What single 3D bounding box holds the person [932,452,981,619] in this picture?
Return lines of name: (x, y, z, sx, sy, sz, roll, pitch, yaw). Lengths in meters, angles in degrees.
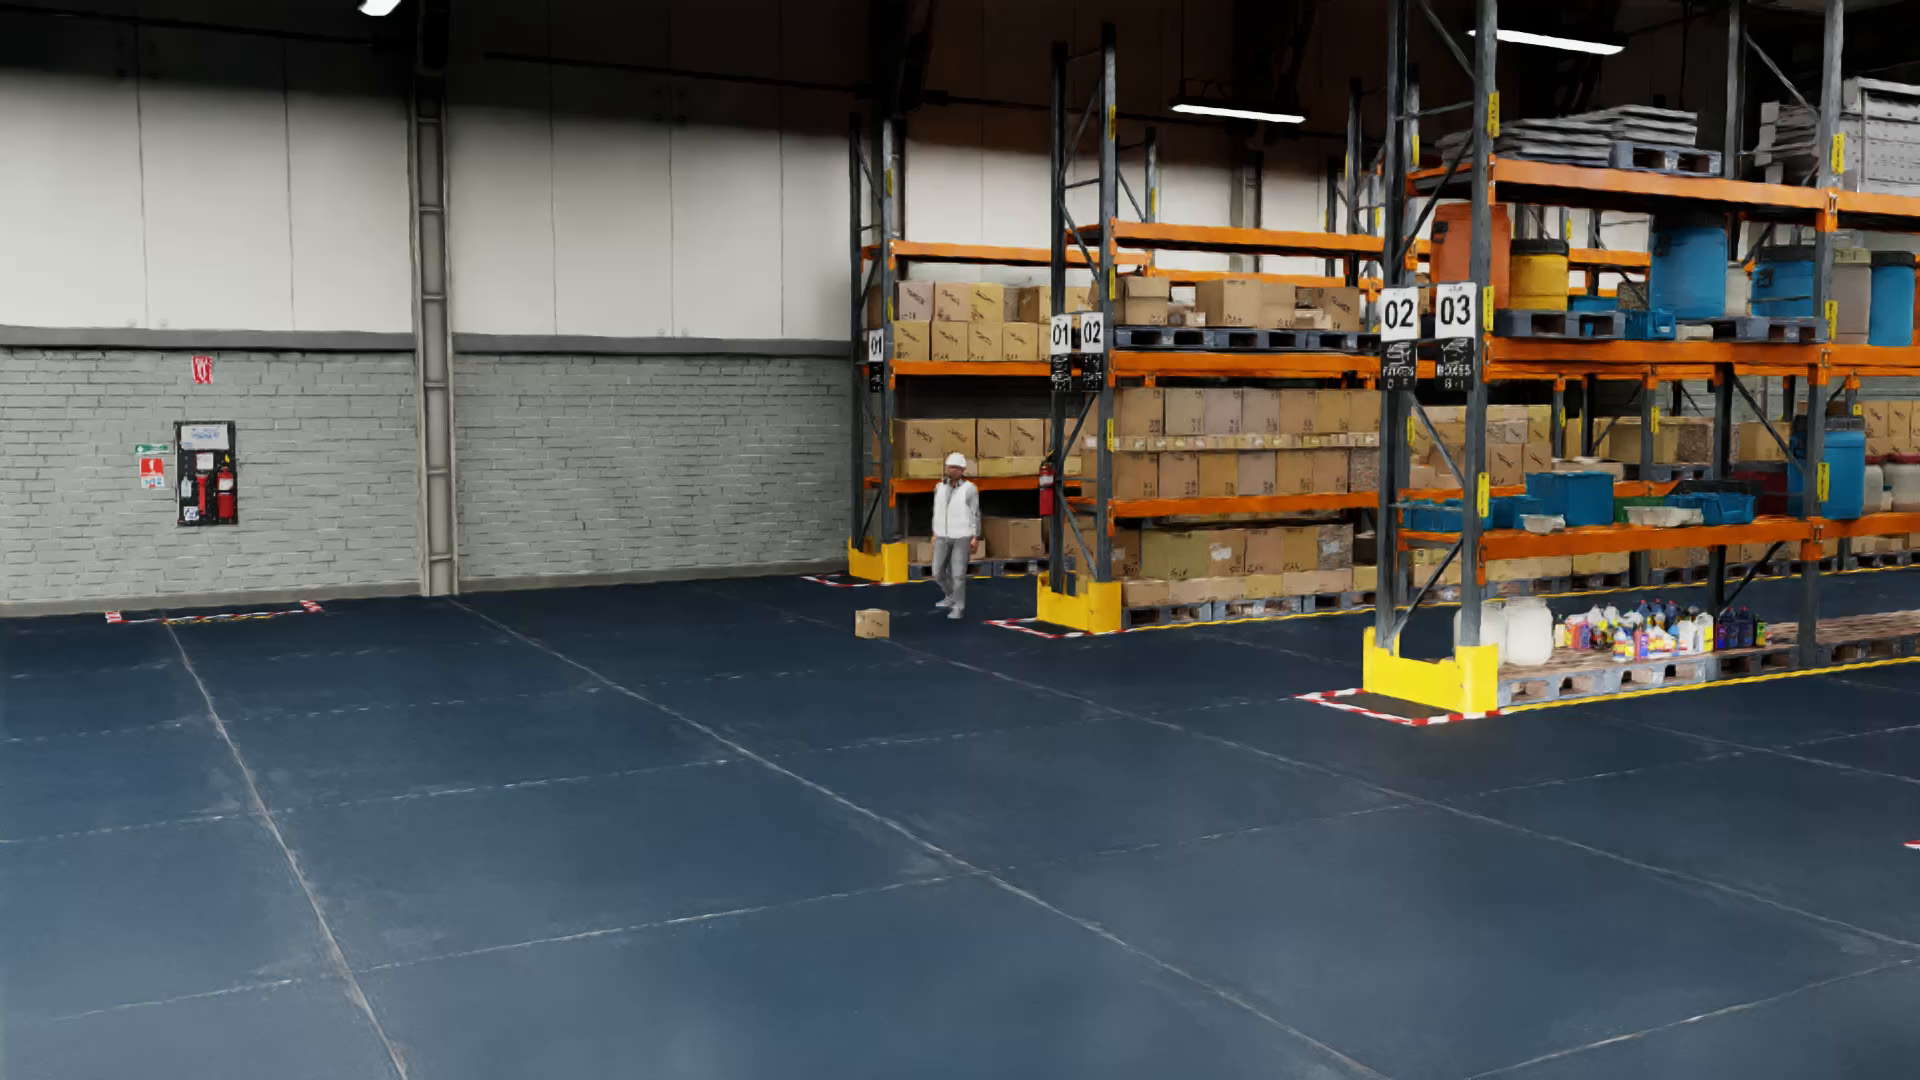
person: (-0.037, -0.053, 17.686, 0.586, 1.766, 0.558, 2, 6, 27)
